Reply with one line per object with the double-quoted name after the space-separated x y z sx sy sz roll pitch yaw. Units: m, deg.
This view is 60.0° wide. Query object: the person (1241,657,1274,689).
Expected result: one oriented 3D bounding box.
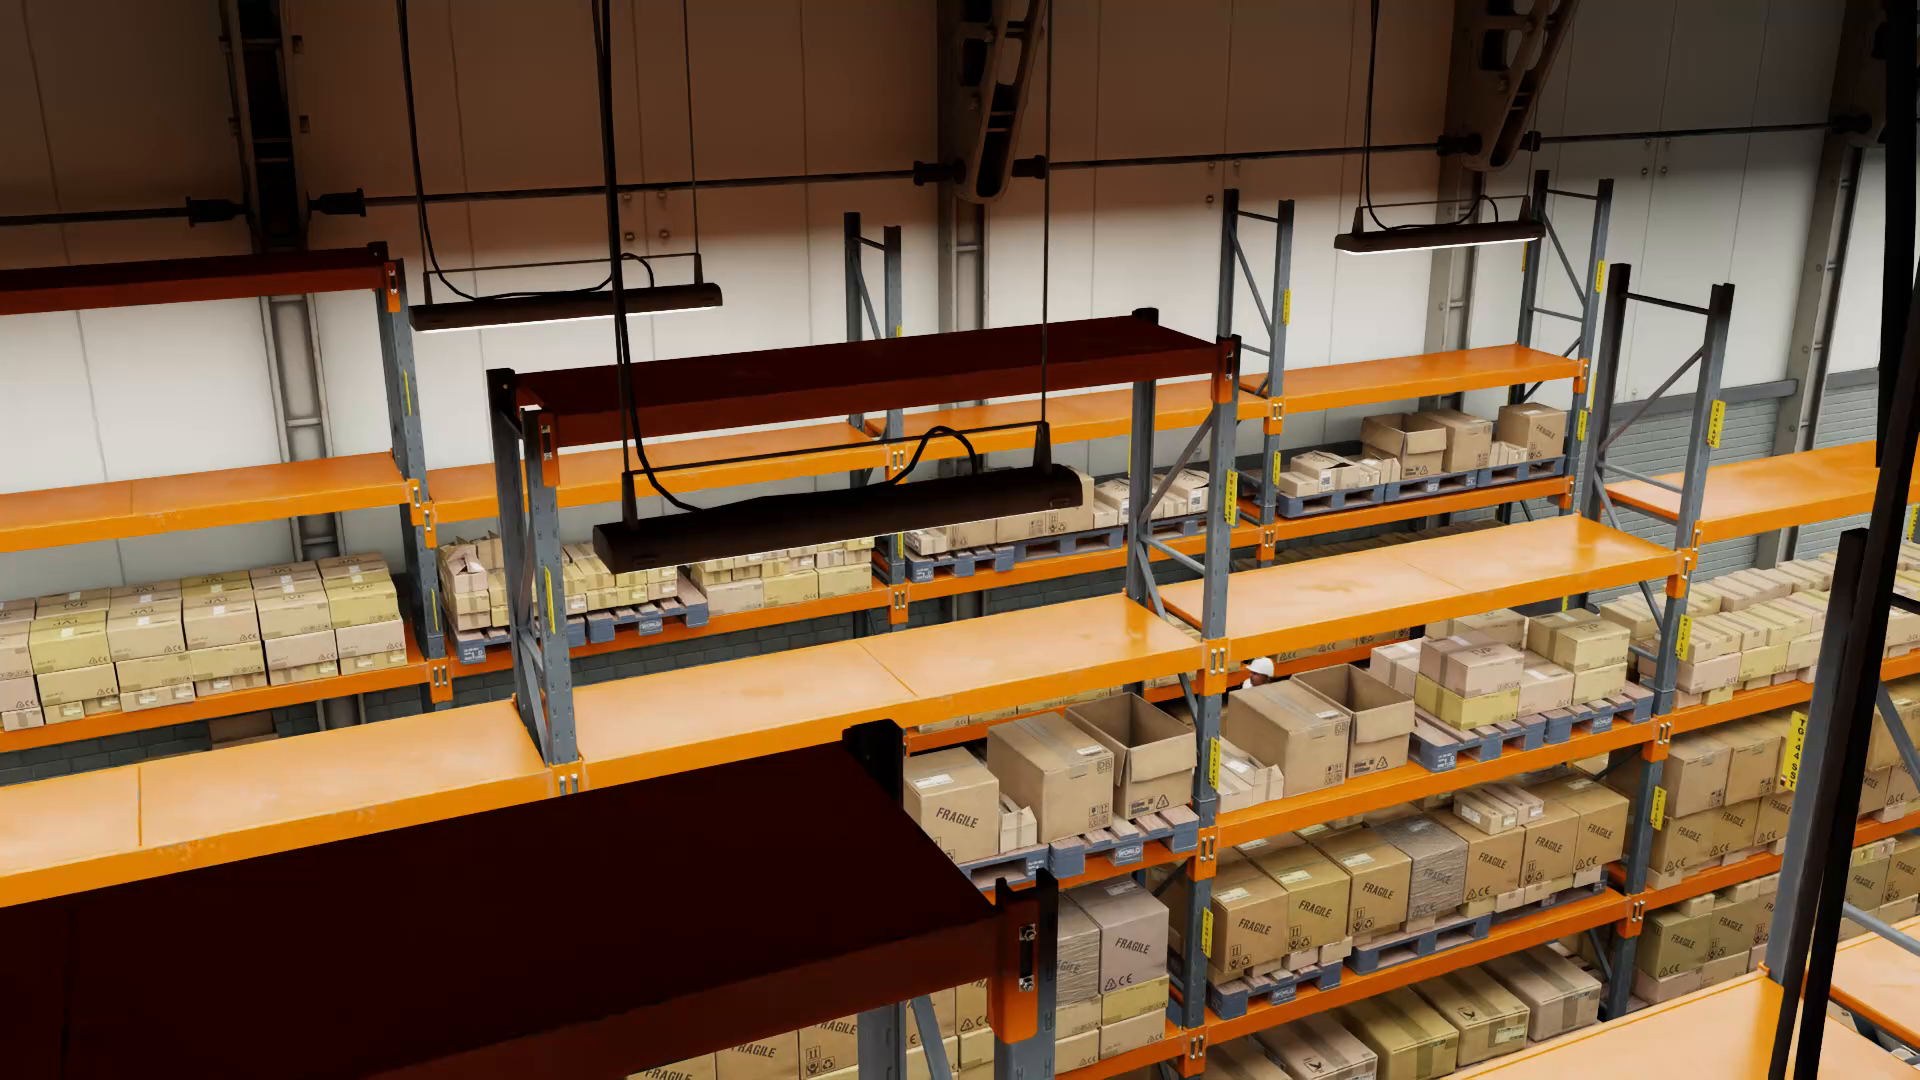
2.868 1.908 15.838 0.629 1.714 0.600 -14 23 -36 "person"
